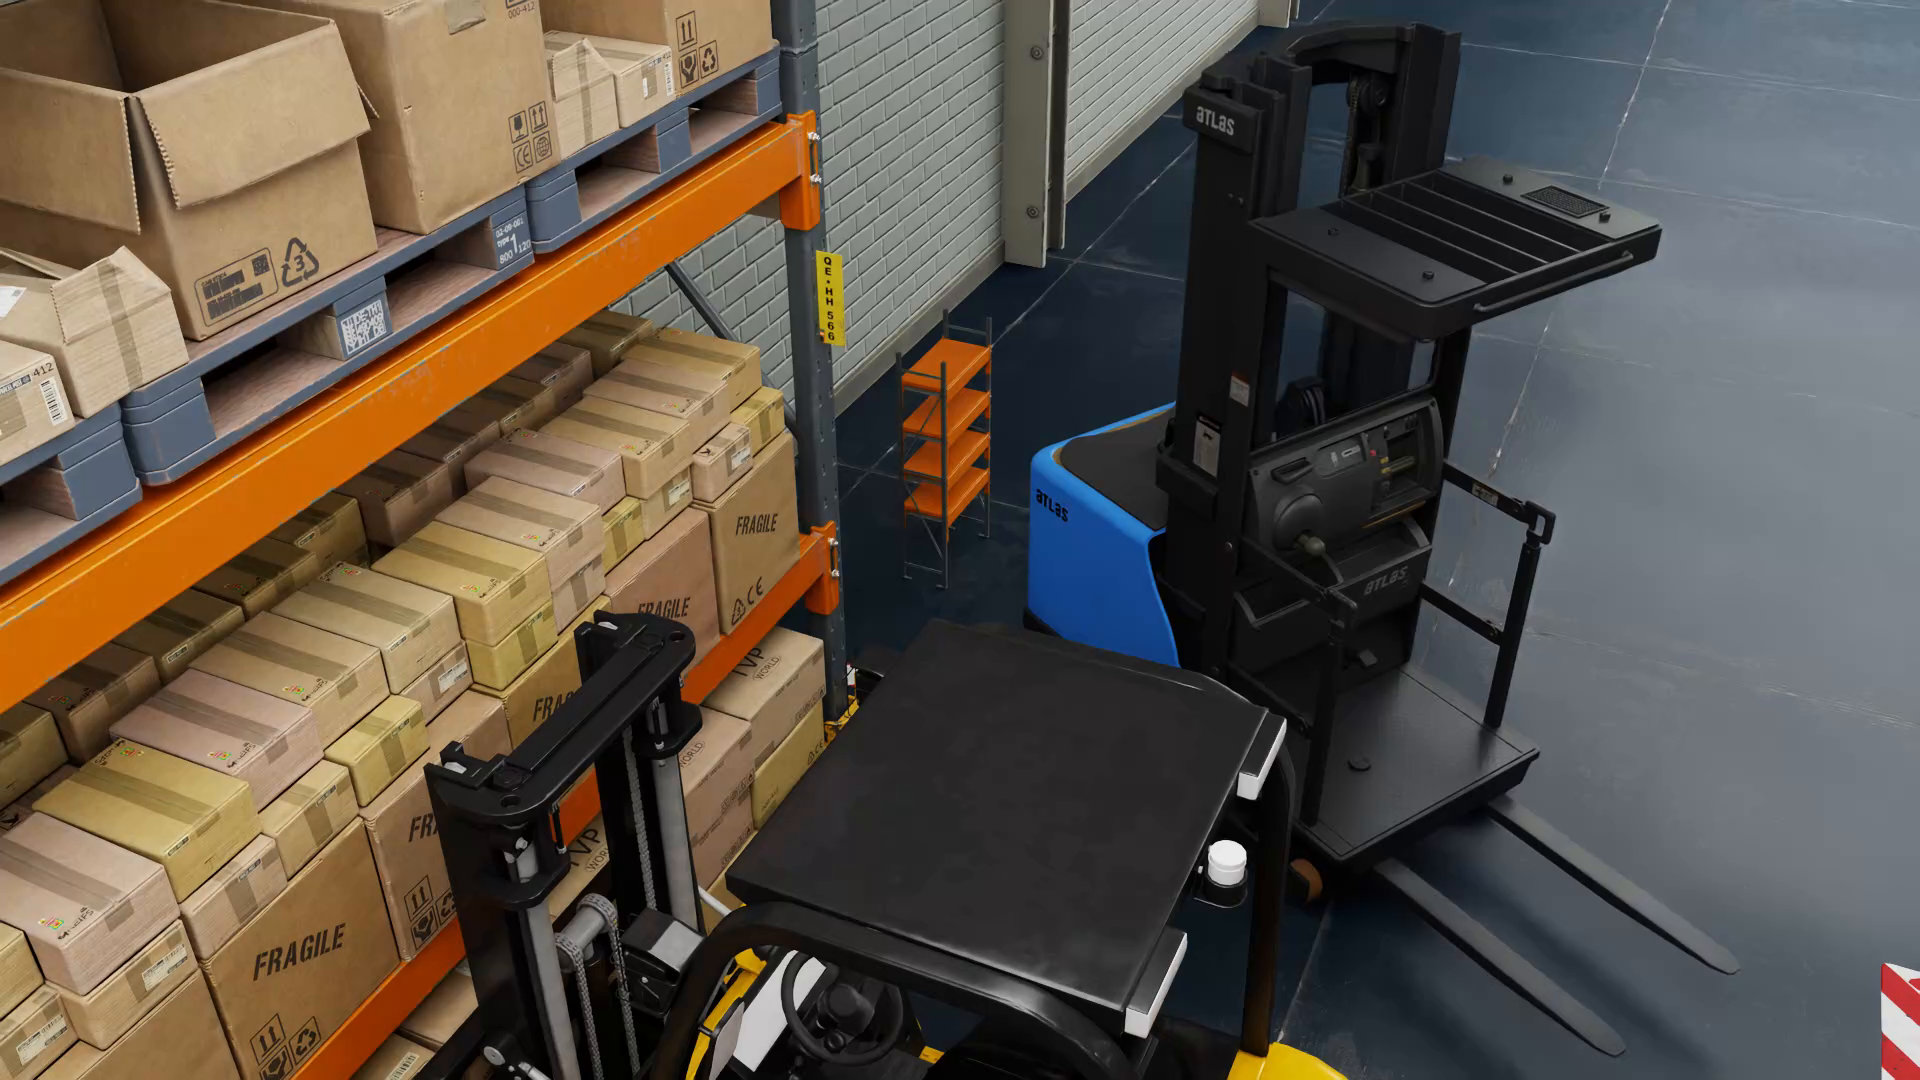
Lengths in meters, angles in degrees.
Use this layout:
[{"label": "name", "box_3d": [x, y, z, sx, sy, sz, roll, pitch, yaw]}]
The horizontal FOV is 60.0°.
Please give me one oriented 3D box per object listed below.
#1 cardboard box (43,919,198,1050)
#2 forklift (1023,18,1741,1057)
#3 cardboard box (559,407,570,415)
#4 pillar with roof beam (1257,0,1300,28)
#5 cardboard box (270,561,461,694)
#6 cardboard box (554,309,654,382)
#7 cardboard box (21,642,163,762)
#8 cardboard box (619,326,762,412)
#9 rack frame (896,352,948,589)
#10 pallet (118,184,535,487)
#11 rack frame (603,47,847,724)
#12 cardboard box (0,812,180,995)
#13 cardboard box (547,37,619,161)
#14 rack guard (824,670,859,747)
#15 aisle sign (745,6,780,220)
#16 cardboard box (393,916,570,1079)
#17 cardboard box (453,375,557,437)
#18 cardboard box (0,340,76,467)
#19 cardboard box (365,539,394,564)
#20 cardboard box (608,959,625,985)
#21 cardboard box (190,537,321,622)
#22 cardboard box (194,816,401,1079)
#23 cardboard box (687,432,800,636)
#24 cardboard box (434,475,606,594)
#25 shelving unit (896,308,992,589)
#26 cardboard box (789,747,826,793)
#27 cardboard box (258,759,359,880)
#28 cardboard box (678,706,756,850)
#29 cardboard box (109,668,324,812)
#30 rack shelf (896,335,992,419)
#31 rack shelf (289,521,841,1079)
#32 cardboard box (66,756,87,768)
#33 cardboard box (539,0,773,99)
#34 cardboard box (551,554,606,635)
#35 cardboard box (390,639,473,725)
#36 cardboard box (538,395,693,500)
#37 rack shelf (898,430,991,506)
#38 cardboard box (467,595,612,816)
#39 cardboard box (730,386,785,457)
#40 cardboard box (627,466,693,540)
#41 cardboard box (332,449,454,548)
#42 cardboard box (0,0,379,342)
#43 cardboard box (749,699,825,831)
[{"label": "cardboard box", "box_3d": [-1.853, 0.873, 3.501, 0.380, 0.149, 0.250, 15, 36, 22]}, {"label": "forklift", "box_3d": [1.520, -0.173, 5.842, 1.130, 2.935, 3.031, -20, 38, -28]}, {"label": "cardboard box", "box_3d": [-1.336, -0.403, 5.446, 0.380, 0.149, 0.250, 14, 36, 20]}, {"label": "pillar with roof beam", "box_3d": [6.908, -7.694, 11.777, 9.100, 9.000, 0.400, 14, 36, 20]}, {"label": "cardboard box", "box_3d": [-1.508, 0.218, 4.228, 0.380, 0.149, 0.250, 15, 36, 21]}, {"label": "cardboard box", "box_3d": [-1.247, -0.656, 5.560, 0.380, 0.149, 0.250, 13, 36, 20]}, {"label": "cardboard box", "box_3d": [-2.162, 0.360, 4.012, 0.380, 0.149, 0.250, 14, 36, 20]}, {"label": "cardboard box", "box_3d": [-0.871, -0.547, 5.395, 0.380, 0.149, 0.250, 14, 36, 21]}, {"label": "rack frame", "box_3d": [-0.171, -0.298, 7.610, 0.240, 1.200, 0.015, 14, 36, 20]}, {"label": "pallet", "box_3d": [-1.741, -0.598, 3.771, 1.003, 0.211, 1.213, 14, 36, 20]}, {"label": "rack frame", "box_3d": [-0.913, -0.336, 6.028, 1.000, 3.000, 0.127, 14, 36, 20]}, {"label": "cardboard box", "box_3d": [-1.856, 0.743, 3.428, 0.380, 0.149, 0.250, 15, 36, 22]}, {"label": "cardboard box", "box_3d": [-1.090, -1.143, 4.171, 0.396, 0.266, 0.258, 14, 36, 21]}, {"label": "rack guard", "box_3d": [-0.903, 0.697, 6.731, 1.175, 0.500, 0.348, 14, 36, 20]}, {"label": "aisle sign", "box_3d": [-0.618, -1.389, 5.262, 0.394, 0.787, 0.004, 14, 36, 20]}, {"label": "cardboard box", "box_3d": [-1.451, 1.280, 4.774, 0.500, 0.250, 0.500, 13, 36, 20]}, {"label": "cardboard box", "box_3d": [-1.485, -0.398, 5.168, 0.380, 0.149, 0.250, 15, 36, 21]}, {"label": "cardboard box", "box_3d": [-1.801, -0.248, 2.912, 0.380, 0.149, 0.250, 15, 36, 22]}, {"label": "cardboard box", "box_3d": [-1.783, -0.051, 4.909, 0.380, 0.149, 0.250, 15, 36, 21]}, {"label": "cardboard box", "box_3d": [-1.249, 1.252, 5.274, 0.500, 0.250, 0.500, 13, 36, 19]}, {"label": "cardboard box", "box_3d": [-1.920, 0.108, 4.396, 0.380, 0.149, 0.250, 14, 36, 21]}, {"label": "cardboard box", "box_3d": [-1.750, 0.937, 3.994, 0.500, 0.500, 0.500, 14, 36, 20]}, {"label": "cardboard box", "box_3d": [-0.880, -0.073, 5.535, 0.500, 0.500, 0.500, 13, 36, 19]}, {"label": "cardboard box", "box_3d": [-1.211, -0.019, 4.589, 0.380, 0.149, 0.250, 15, 36, 22]}, {"label": "shelving unit", "box_3d": [-0.069, -0.419, 7.795, 0.258, 1.200, 0.503, 14, 36, 20]}, {"label": "cardboard box", "box_3d": [-0.822, 0.944, 6.199, 0.500, 0.250, 0.500, 14, 36, 21]}, {"label": "cardboard box", "box_3d": [-1.652, 0.613, 3.896, 0.380, 0.149, 0.250, 13, 35, 19]}, {"label": "cardboard box", "box_3d": [-1.030, 0.776, 5.543, 0.500, 0.250, 0.500, 15, 36, 21]}, {"label": "cardboard box", "box_3d": [-1.716, 0.468, 3.847, 0.380, 0.149, 0.250, 14, 36, 20]}, {"label": "rack shelf", "box_3d": [-0.069, -0.748, 7.580, 0.258, 0.148, 0.480, 14, 36, 20]}, {"label": "rack shelf", "box_3d": [-1.749, 0.960, 4.706, 1.077, 0.370, 4.000, 14, 36, 20]}, {"label": "cardboard box", "box_3d": [-2.149, 0.480, 4.100, 0.380, 0.149, 0.250, 14, 36, 20]}, {"label": "cardboard box", "box_3d": [-0.877, -1.574, 4.614, 0.500, 0.500, 0.500, 15, 36, 22]}, {"label": "cardboard box", "box_3d": [-1.230, 0.101, 4.677, 0.380, 0.149, 0.250, 13, 35, 19]}, {"label": "cardboard box", "box_3d": [-1.504, 0.336, 4.320, 0.380, 0.149, 0.250, 14, 36, 20]}, {"label": "cardboard box", "box_3d": [-1.031, -0.281, 4.989, 0.380, 0.149, 0.250, 15, 36, 22]}, {"label": "rack shelf", "box_3d": [-0.069, -0.363, 7.832, 0.258, 0.148, 0.480, 14, 36, 20]}, {"label": "cardboard box", "box_3d": [-1.320, 0.439, 4.754, 0.500, 0.500, 0.500, 13, 36, 20]}, {"label": "cardboard box", "box_3d": [-0.803, -0.413, 5.461, 0.380, 0.149, 0.250, 15, 36, 21]}, {"label": "cardboard box", "box_3d": [-1.047, -0.163, 5.081, 0.380, 0.149, 0.250, 15, 36, 21]}, {"label": "cardboard box", "box_3d": [-1.690, -0.142, 4.776, 0.380, 0.149, 0.250, 15, 36, 22]}, {"label": "cardboard box", "box_3d": [-1.675, -0.805, 3.439, 0.797, 0.503, 0.637, 15, 36, 22]}, {"label": "cardboard box", "box_3d": [-0.832, 0.743, 6.050, 0.500, 0.250, 0.500, 14, 36, 20]}]
